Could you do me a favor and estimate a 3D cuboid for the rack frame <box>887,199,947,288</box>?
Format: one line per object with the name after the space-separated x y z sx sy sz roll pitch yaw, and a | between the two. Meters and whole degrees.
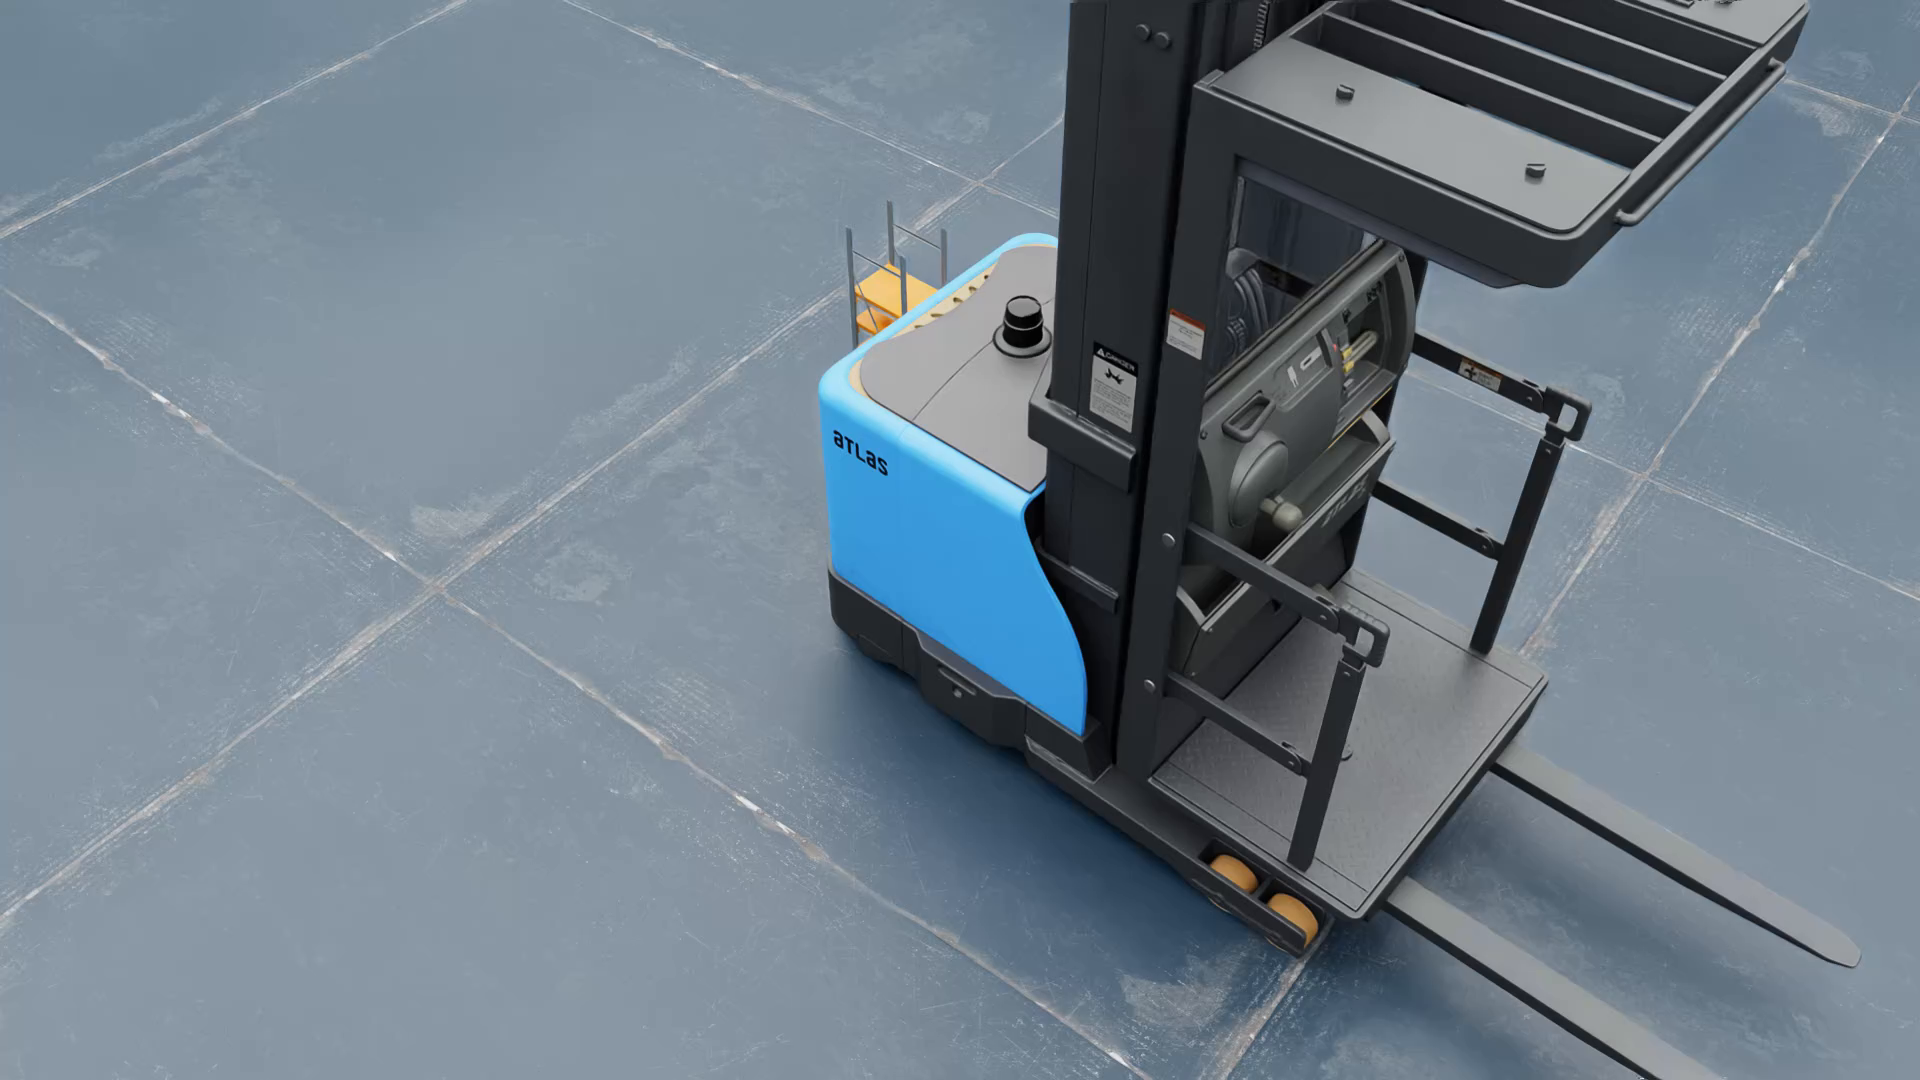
-0.132 -0.572 5.466 0.240 1.200 0.006 32 54 27 | rack frame

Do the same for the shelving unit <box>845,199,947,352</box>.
-0.191 -0.522 5.418 0.258 1.200 0.189 32 54 27 | shelving unit

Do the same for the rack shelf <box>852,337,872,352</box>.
-0.191 -0.574 5.364 0.258 0.103 0.180 32 54 27 | rack shelf

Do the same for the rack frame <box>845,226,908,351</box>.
-0.251 -0.472 5.371 0.240 1.200 0.006 32 54 27 | rack frame

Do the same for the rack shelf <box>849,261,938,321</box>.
-0.192 -0.740 5.190 0.258 0.103 0.180 32 54 27 | rack shelf

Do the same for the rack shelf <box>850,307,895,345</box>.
-0.191 -0.657 5.277 0.258 0.103 0.180 32 54 27 | rack shelf

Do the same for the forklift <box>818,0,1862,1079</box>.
1.025 -0.298 4.008 3.031 2.935 1.130 32 54 27 | forklift
